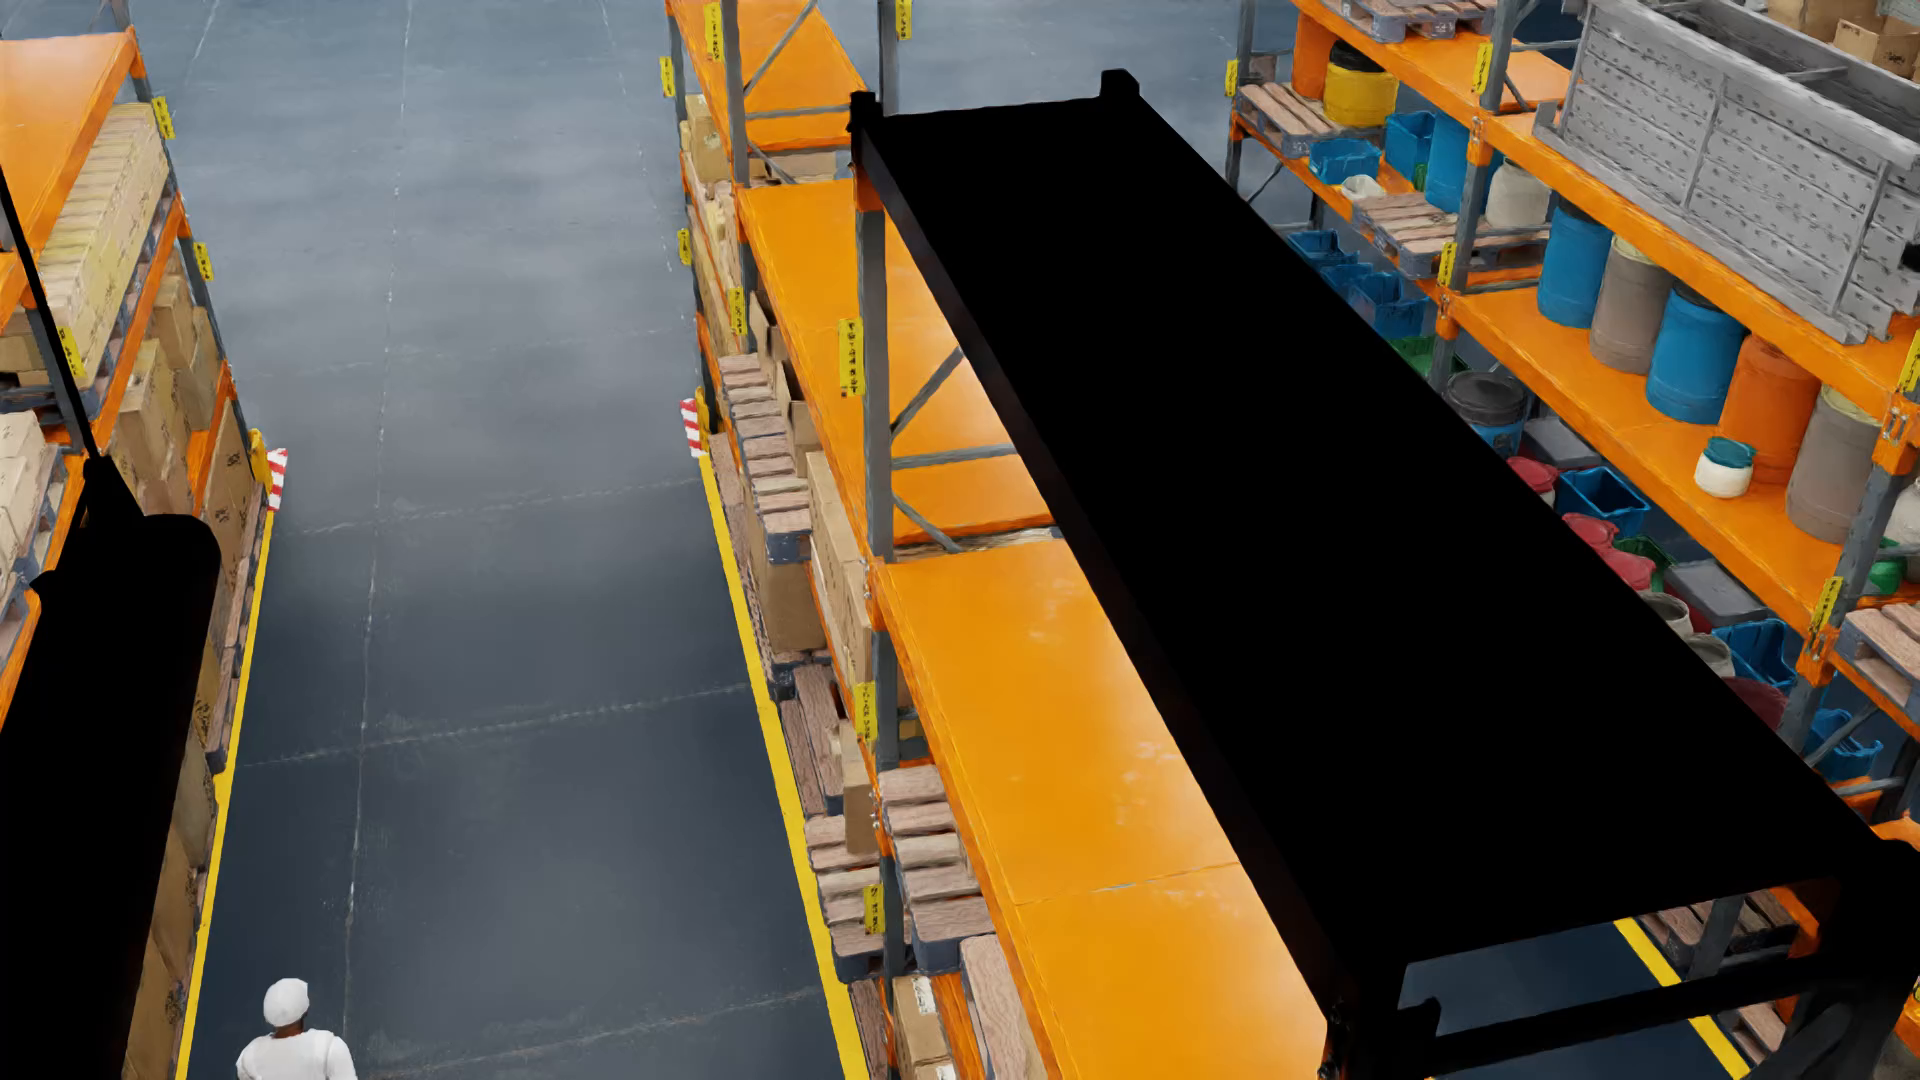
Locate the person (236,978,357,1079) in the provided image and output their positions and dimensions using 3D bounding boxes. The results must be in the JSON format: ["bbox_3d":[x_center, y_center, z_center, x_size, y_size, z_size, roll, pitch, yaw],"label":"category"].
[{"bbox_3d":[-3.256,2.863,8.392,0.582,1.685,1.118,-6,35,-8],"label":"person"}]
